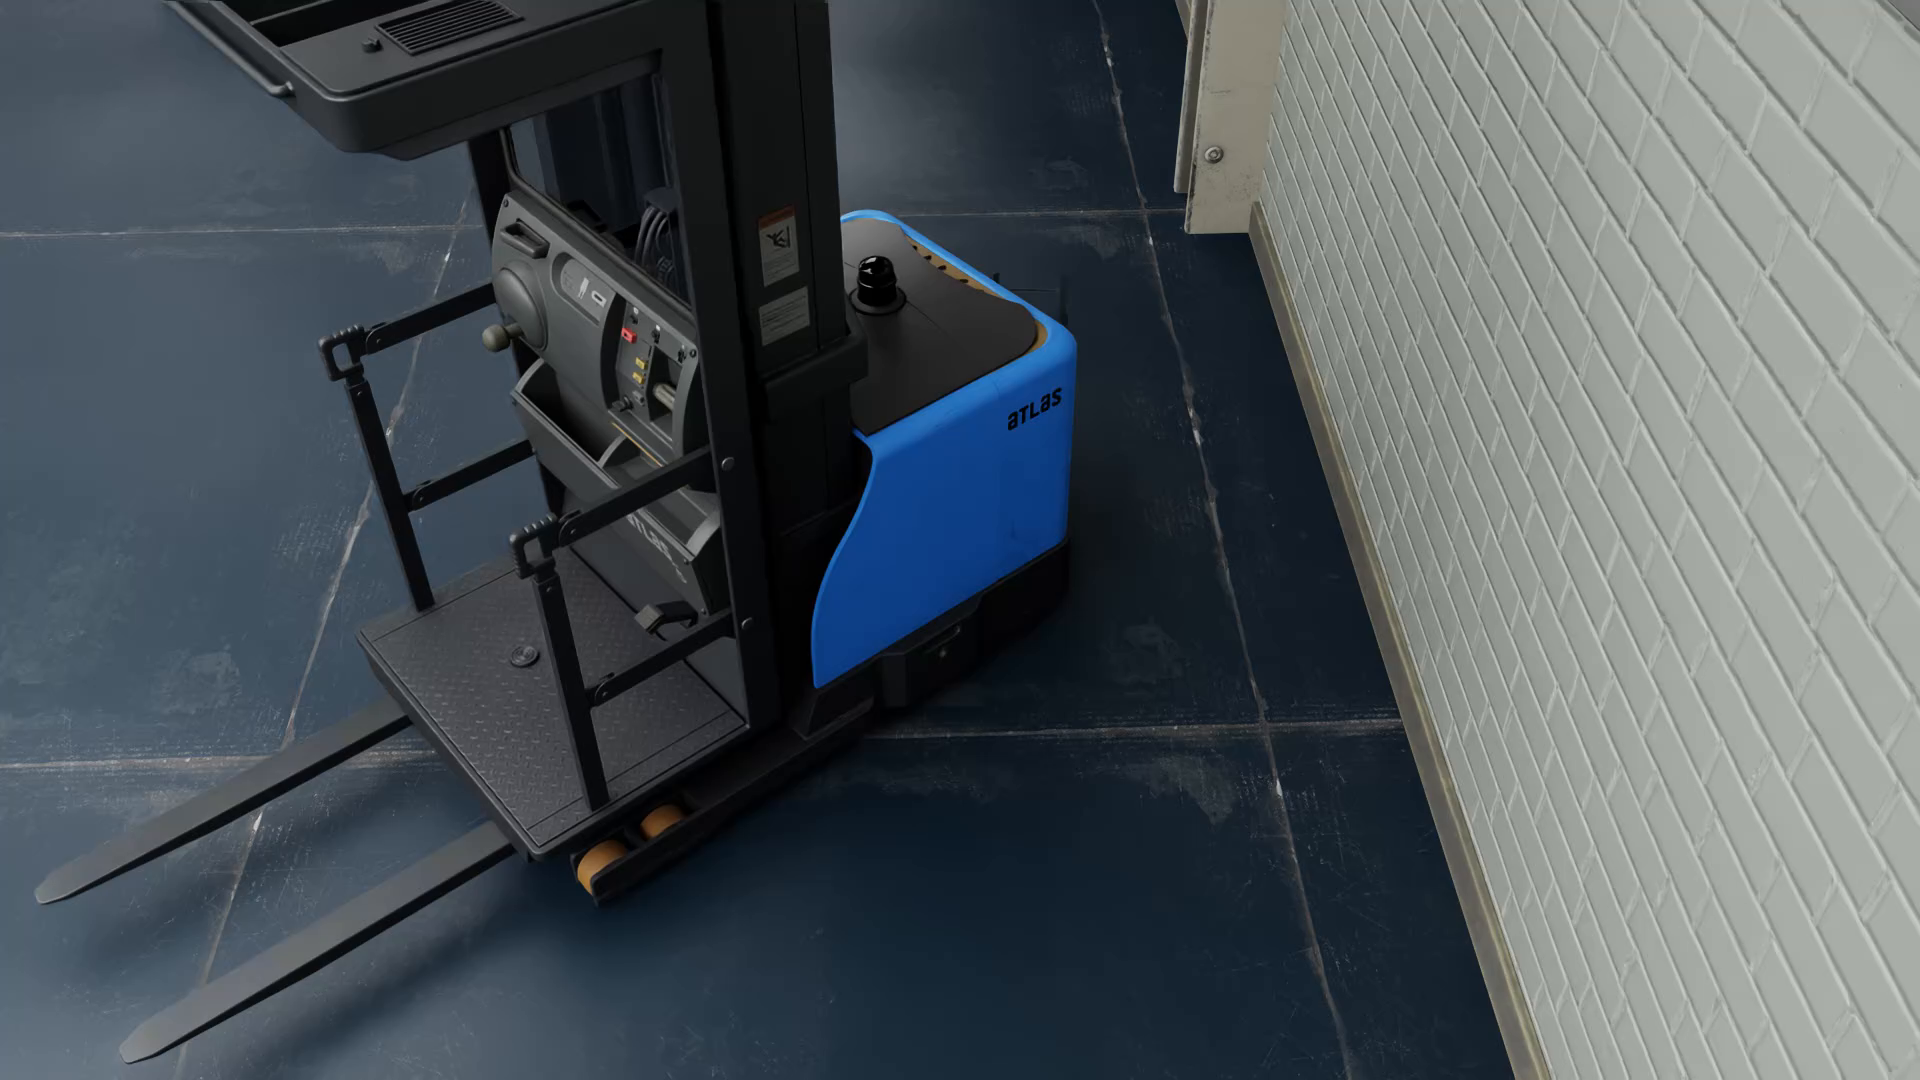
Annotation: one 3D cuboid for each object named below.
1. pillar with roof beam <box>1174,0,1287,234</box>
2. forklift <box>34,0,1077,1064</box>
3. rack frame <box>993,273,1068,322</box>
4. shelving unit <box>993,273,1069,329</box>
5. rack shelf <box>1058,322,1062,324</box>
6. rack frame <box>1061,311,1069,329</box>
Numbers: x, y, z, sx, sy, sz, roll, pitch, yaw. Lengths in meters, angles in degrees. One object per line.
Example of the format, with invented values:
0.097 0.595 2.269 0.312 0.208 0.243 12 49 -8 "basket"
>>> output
-3.177 -4.658 4.172 9.100 9.000 0.400 -2 43 -2 "pillar with roof beam"
-1.090 -0.481 4.105 3.031 2.935 1.130 -30 50 -29 "forklift"
0.227 -0.523 5.655 0.240 0.900 0.006 1 43 2 "rack frame"
0.223 -0.455 5.580 0.258 0.900 0.210 1 43 2 "shelving unit"
0.223 -0.629 5.420 0.258 0.077 0.200 1 43 2 "rack shelf"
0.220 -0.386 5.505 0.240 0.900 0.006 1 43 2 "rack frame"
